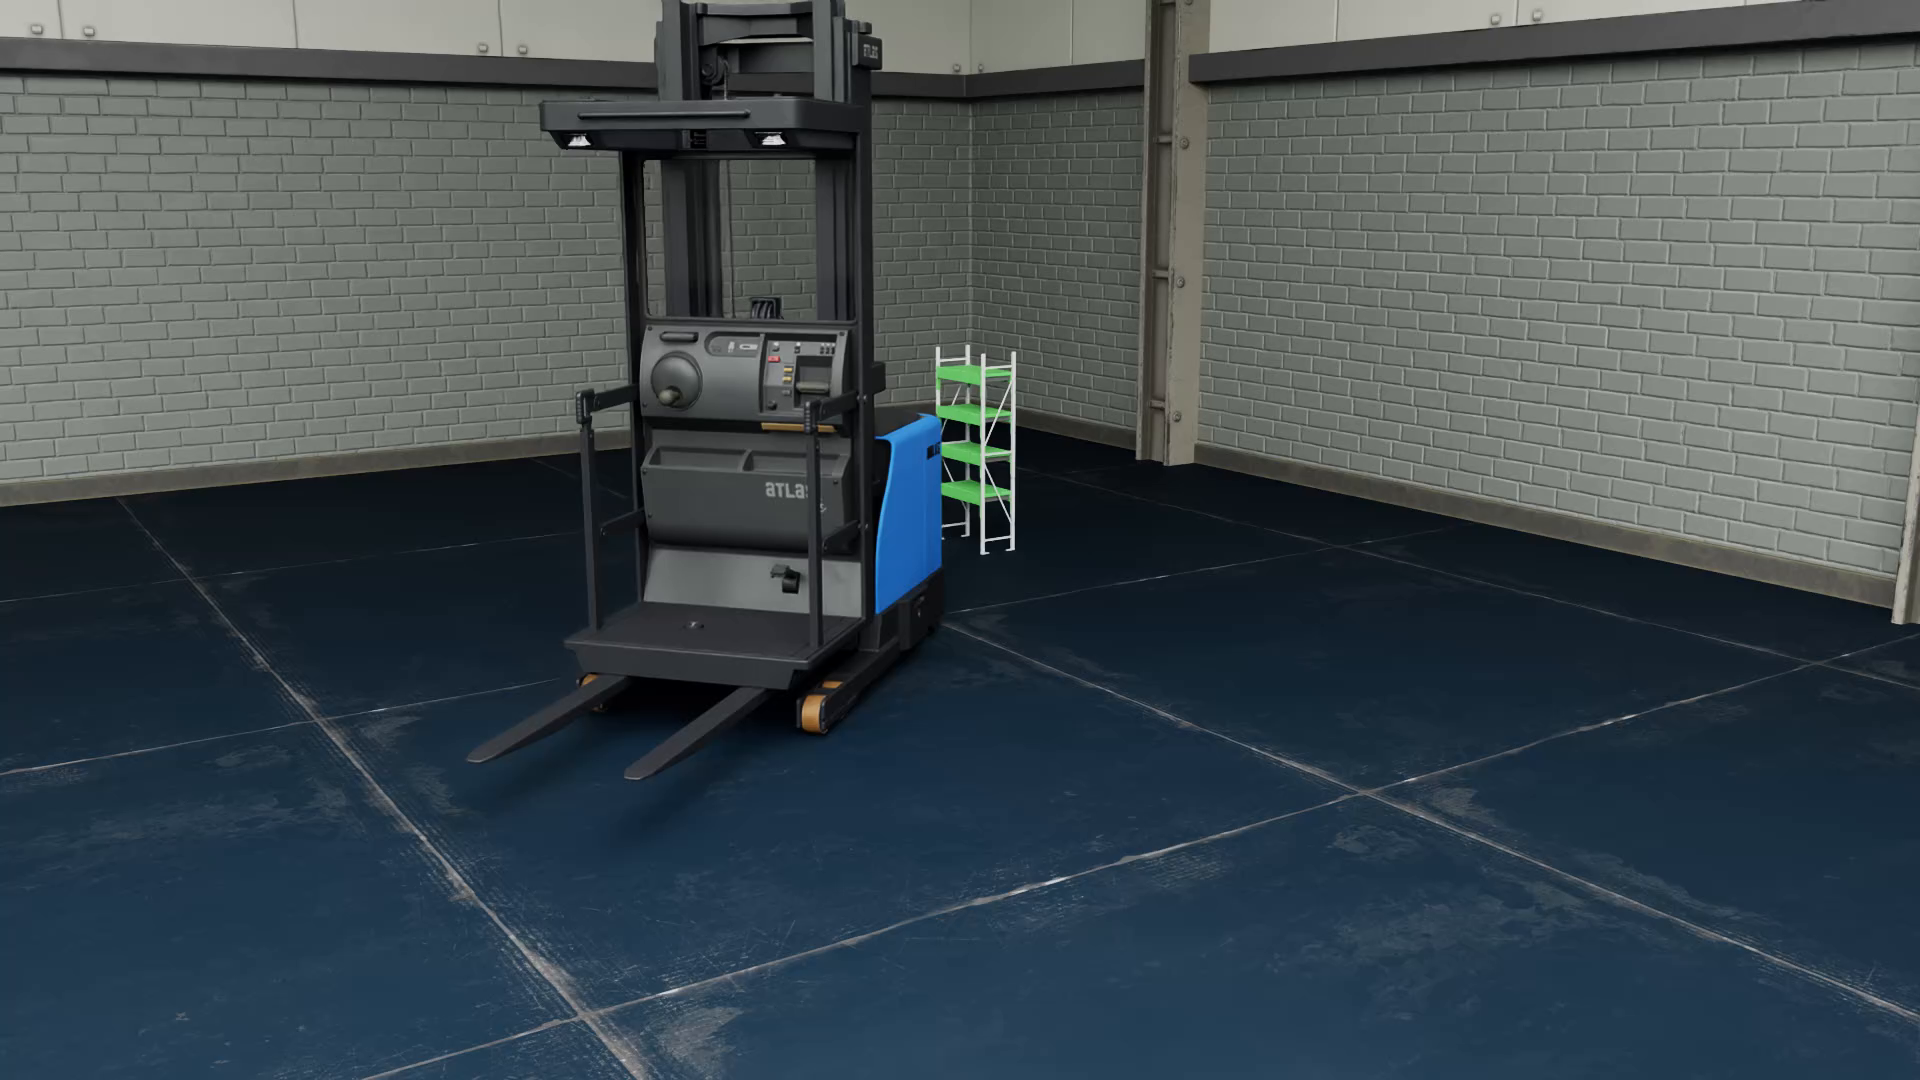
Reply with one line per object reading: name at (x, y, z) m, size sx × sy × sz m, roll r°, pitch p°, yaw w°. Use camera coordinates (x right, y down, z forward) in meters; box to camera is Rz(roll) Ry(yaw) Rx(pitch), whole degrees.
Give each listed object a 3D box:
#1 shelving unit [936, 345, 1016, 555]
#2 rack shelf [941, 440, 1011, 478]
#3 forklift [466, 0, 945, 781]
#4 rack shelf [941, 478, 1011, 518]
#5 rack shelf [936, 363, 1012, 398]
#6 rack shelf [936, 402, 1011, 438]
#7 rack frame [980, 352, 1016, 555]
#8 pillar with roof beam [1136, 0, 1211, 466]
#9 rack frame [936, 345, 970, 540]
shelving unit at (0.092, -0.557, 10.099) m, size 0.258 × 1.200 × 0.503 m, roll -8°, pitch 15°, yaw -33°
rack shelf at (0.092, -0.494, 10.113) m, size 0.258 × 0.148 × 0.480 m, roll -8°, pitch 15°, yaw -33°
forklift at (-0.980, -0.735, 6.862) m, size 1.130 × 2.935 × 3.031 m, roll 4°, pitch 13°, yaw 16°
rack shelf at (0.092, -0.260, 10.164) m, size 0.258 × 0.148 × 0.480 m, roll -8°, pitch 15°, yaw -33°
rack shelf at (0.092, -0.963, 10.010) m, size 0.258 × 0.148 × 0.480 m, roll -8°, pitch 15°, yaw -33°
rack shelf at (0.092, -0.729, 10.061) m, size 0.258 × 0.148 × 0.480 m, roll -8°, pitch 15°, yaw -33°
rack frame at (0.227, -0.513, 9.901) m, size 0.240 × 1.200 × 0.015 m, roll -8°, pitch 15°, yaw -33°
pillar with roof beam at (-1.942, -4.519, 9.961) m, size 9.100 × 9.000 × 0.400 m, roll -8°, pitch 15°, yaw -33°
rack frame at (-0.043, -0.600, 10.297) m, size 0.240 × 1.200 × 0.015 m, roll -8°, pitch 15°, yaw -33°
